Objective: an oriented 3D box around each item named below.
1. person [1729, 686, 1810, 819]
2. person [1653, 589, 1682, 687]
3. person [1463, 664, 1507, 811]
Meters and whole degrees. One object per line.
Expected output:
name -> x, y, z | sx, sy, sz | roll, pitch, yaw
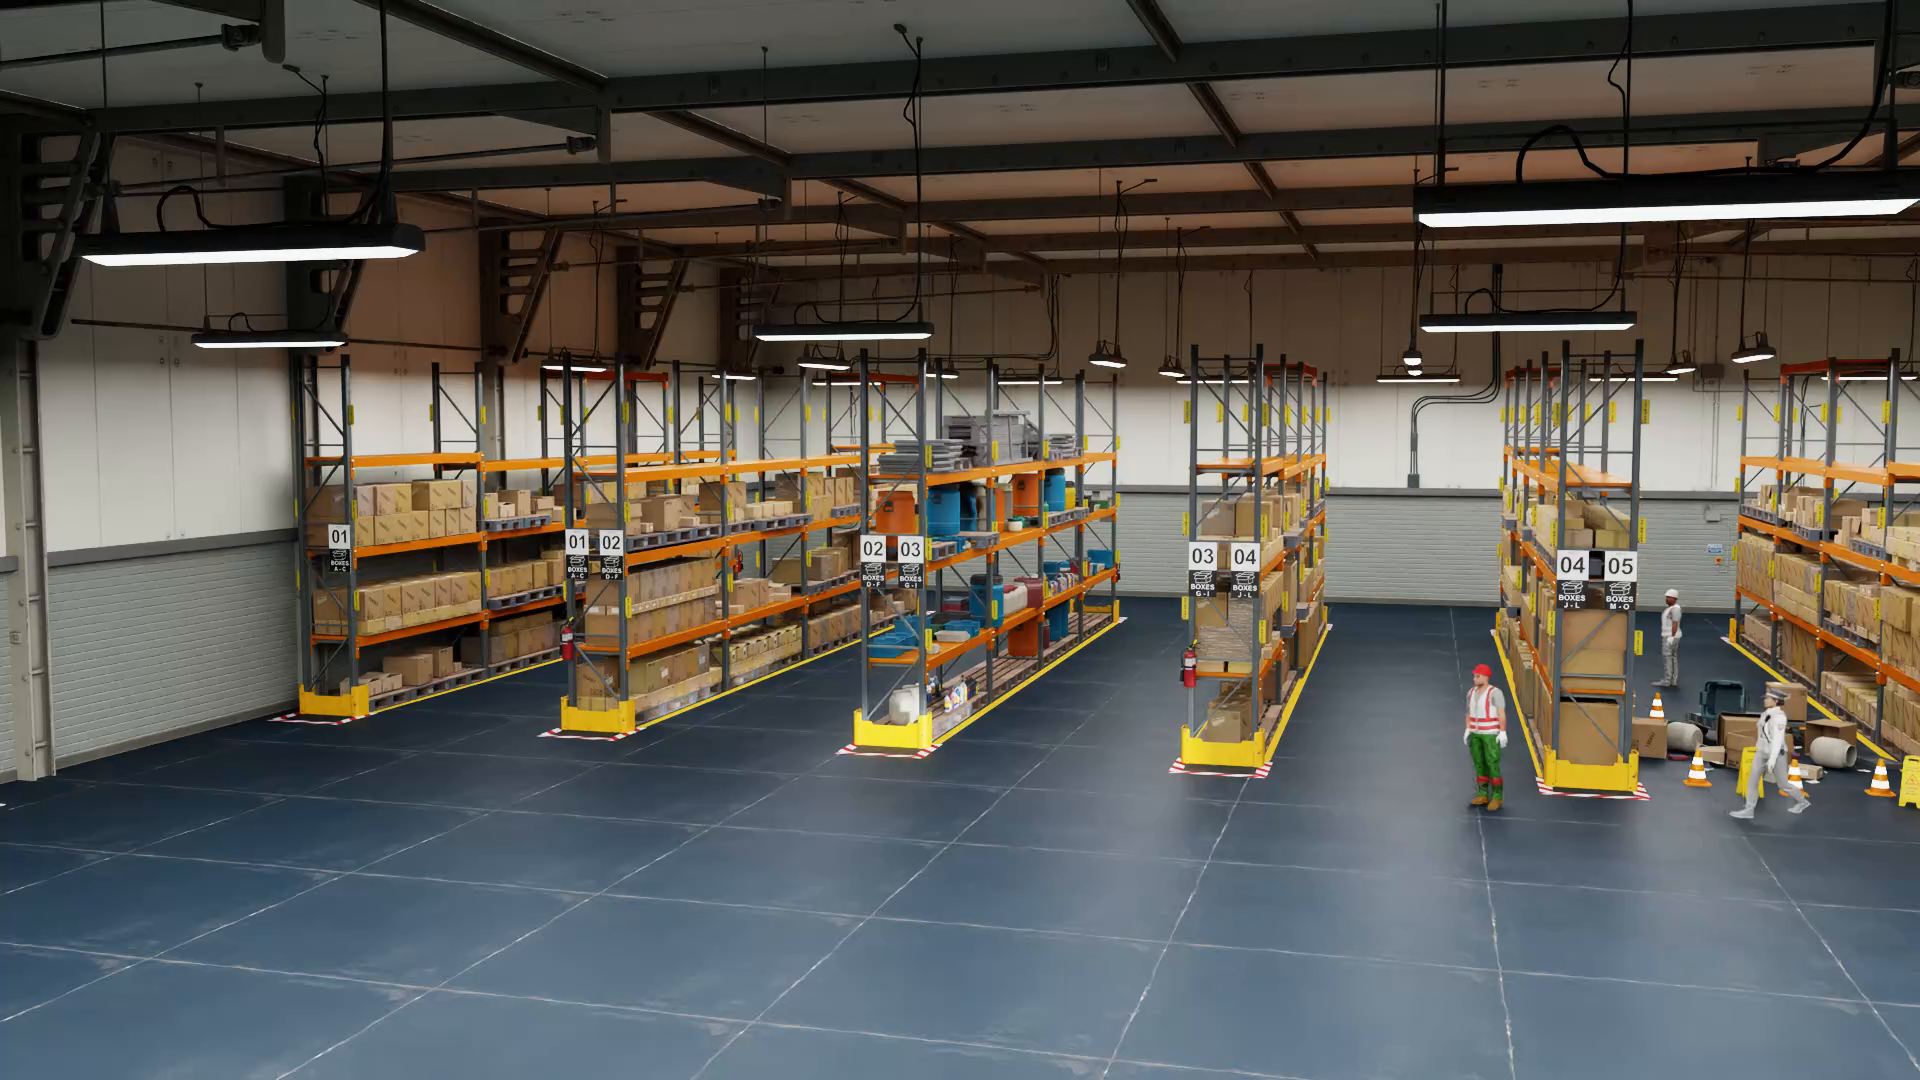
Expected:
person -> 10.050, 2.629, 20.538 | 0.933, 1.648, 0.453 | -1, 5, -18
person -> 13.161, 1.807, 30.830 | 0.457, 1.789, 0.617 | 3, 5, 36
person -> 6.714, 2.511, 21.345 | 0.404, 1.814, 0.624 | -3, 5, -34
